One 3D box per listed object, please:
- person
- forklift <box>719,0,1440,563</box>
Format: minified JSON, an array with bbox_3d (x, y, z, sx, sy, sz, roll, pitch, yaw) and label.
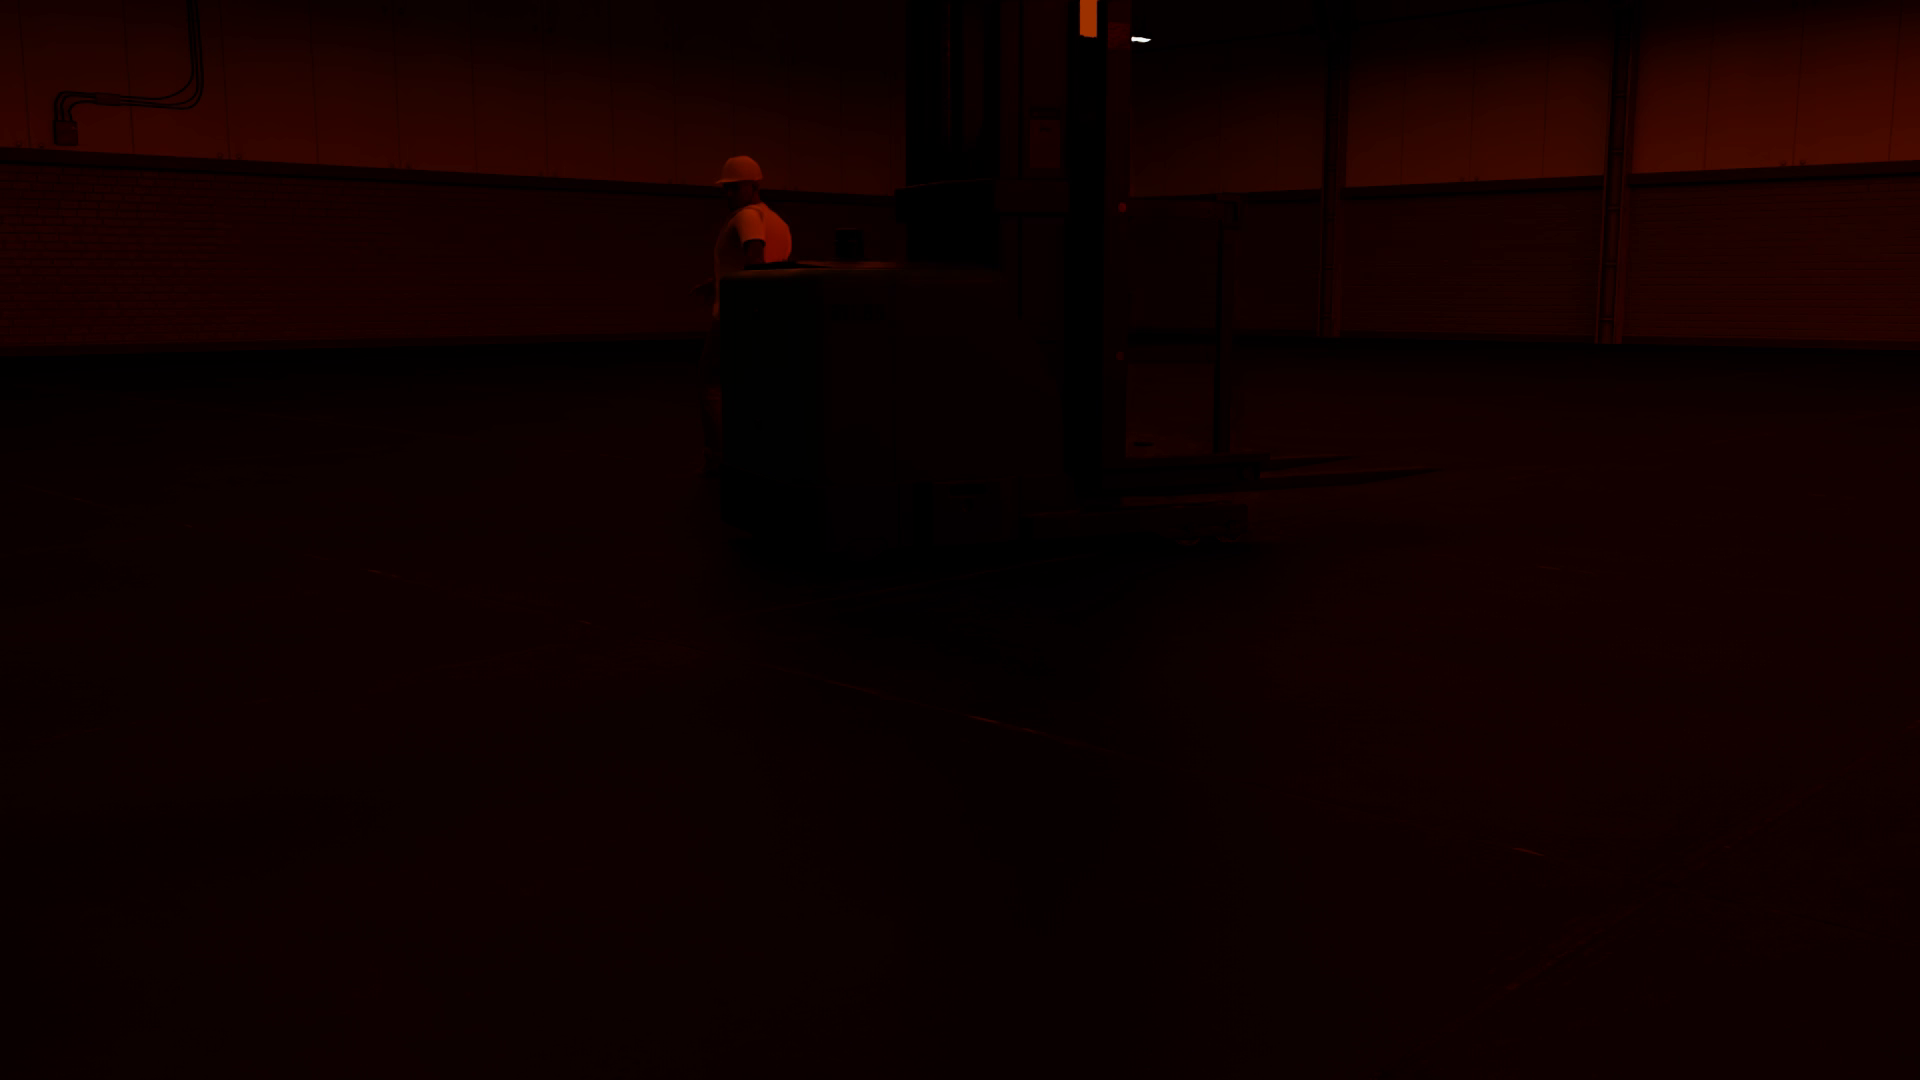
[{"bbox_3d":[-1.120,-1.157,8.848,0.936,1.738,0.604,8,11,41],"label":"person"},{"bbox_3d":[0.589,-1.490,6.768,3.031,2.935,1.130,-4,9,-25],"label":"forklift"}]
